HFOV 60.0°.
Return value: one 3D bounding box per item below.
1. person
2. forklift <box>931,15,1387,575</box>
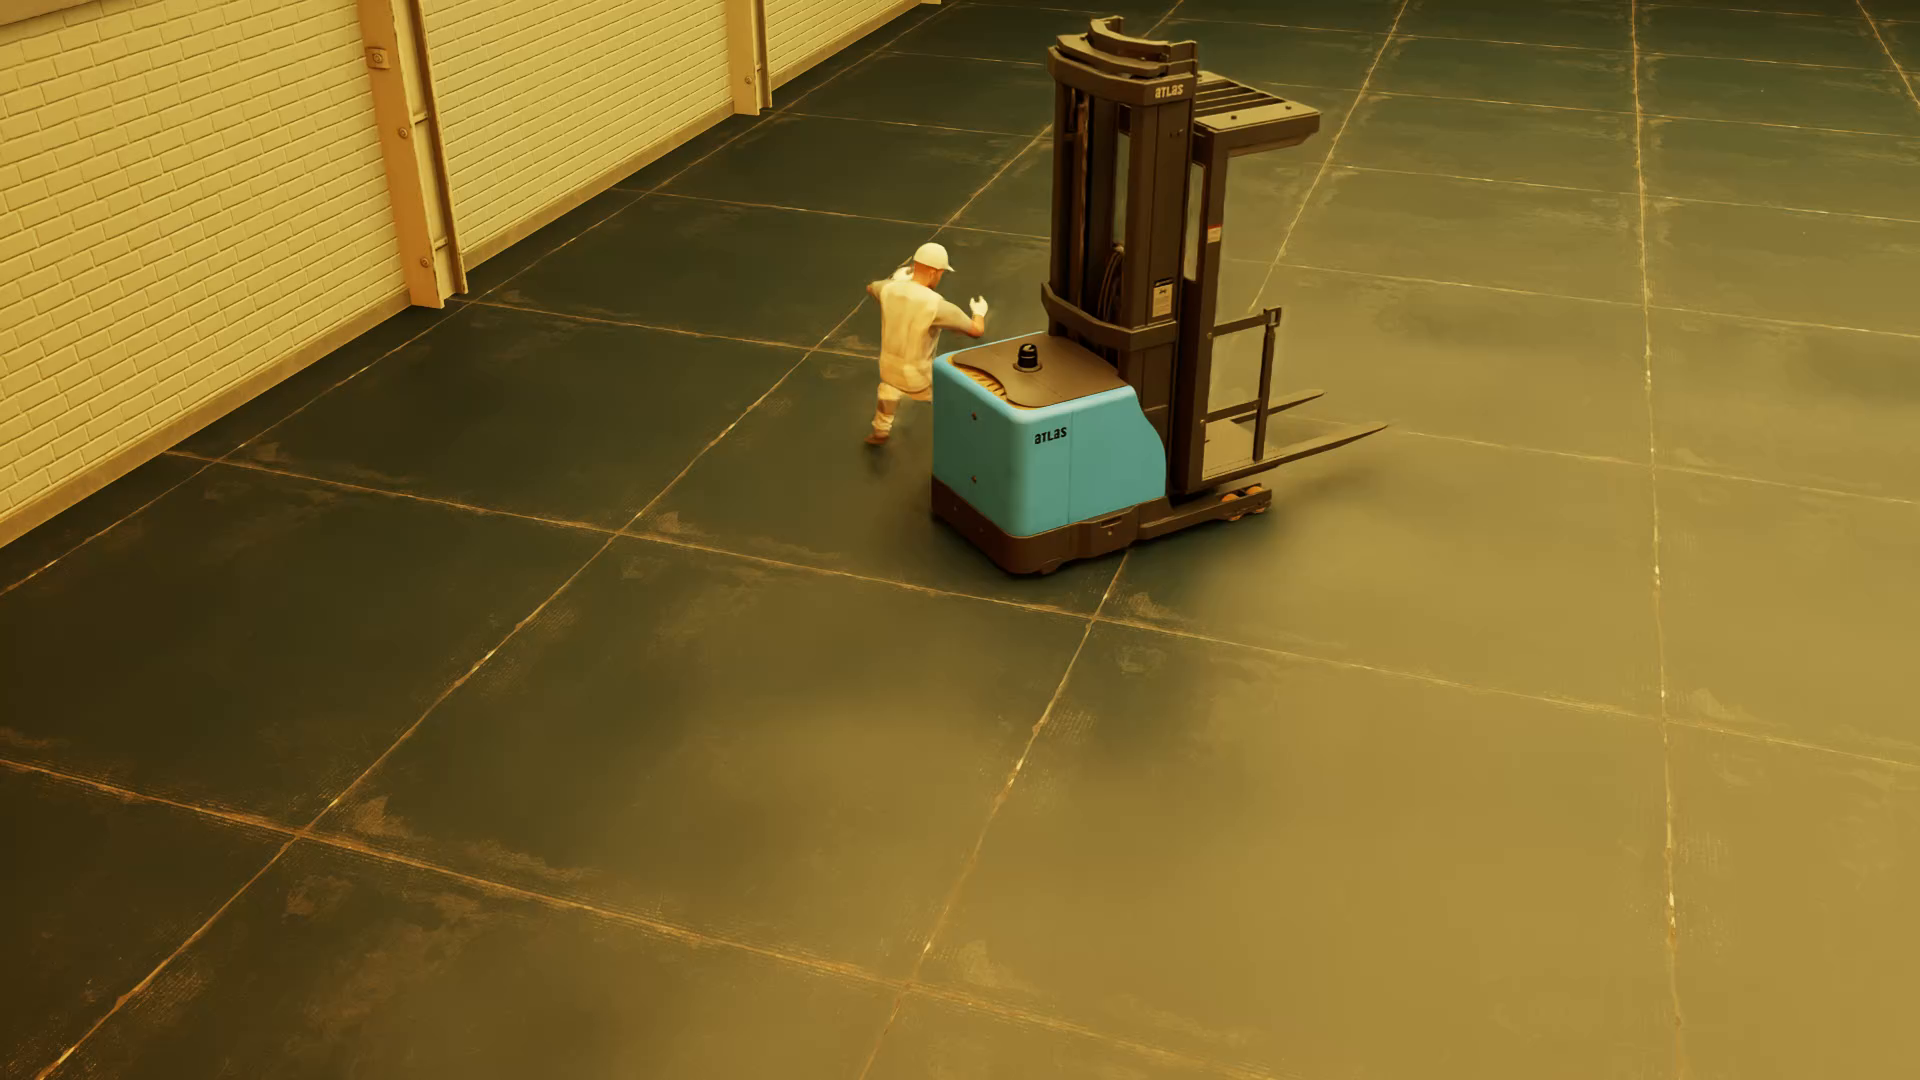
[{"bbox_3d":[-0.169,-1.179,10.644,1.069,1.535,0.734,23,37,35],"label":"person"},{"bbox_3d":[1.352,-1.599,9.941,3.031,2.935,1.130,-16,34,-26],"label":"forklift"}]
